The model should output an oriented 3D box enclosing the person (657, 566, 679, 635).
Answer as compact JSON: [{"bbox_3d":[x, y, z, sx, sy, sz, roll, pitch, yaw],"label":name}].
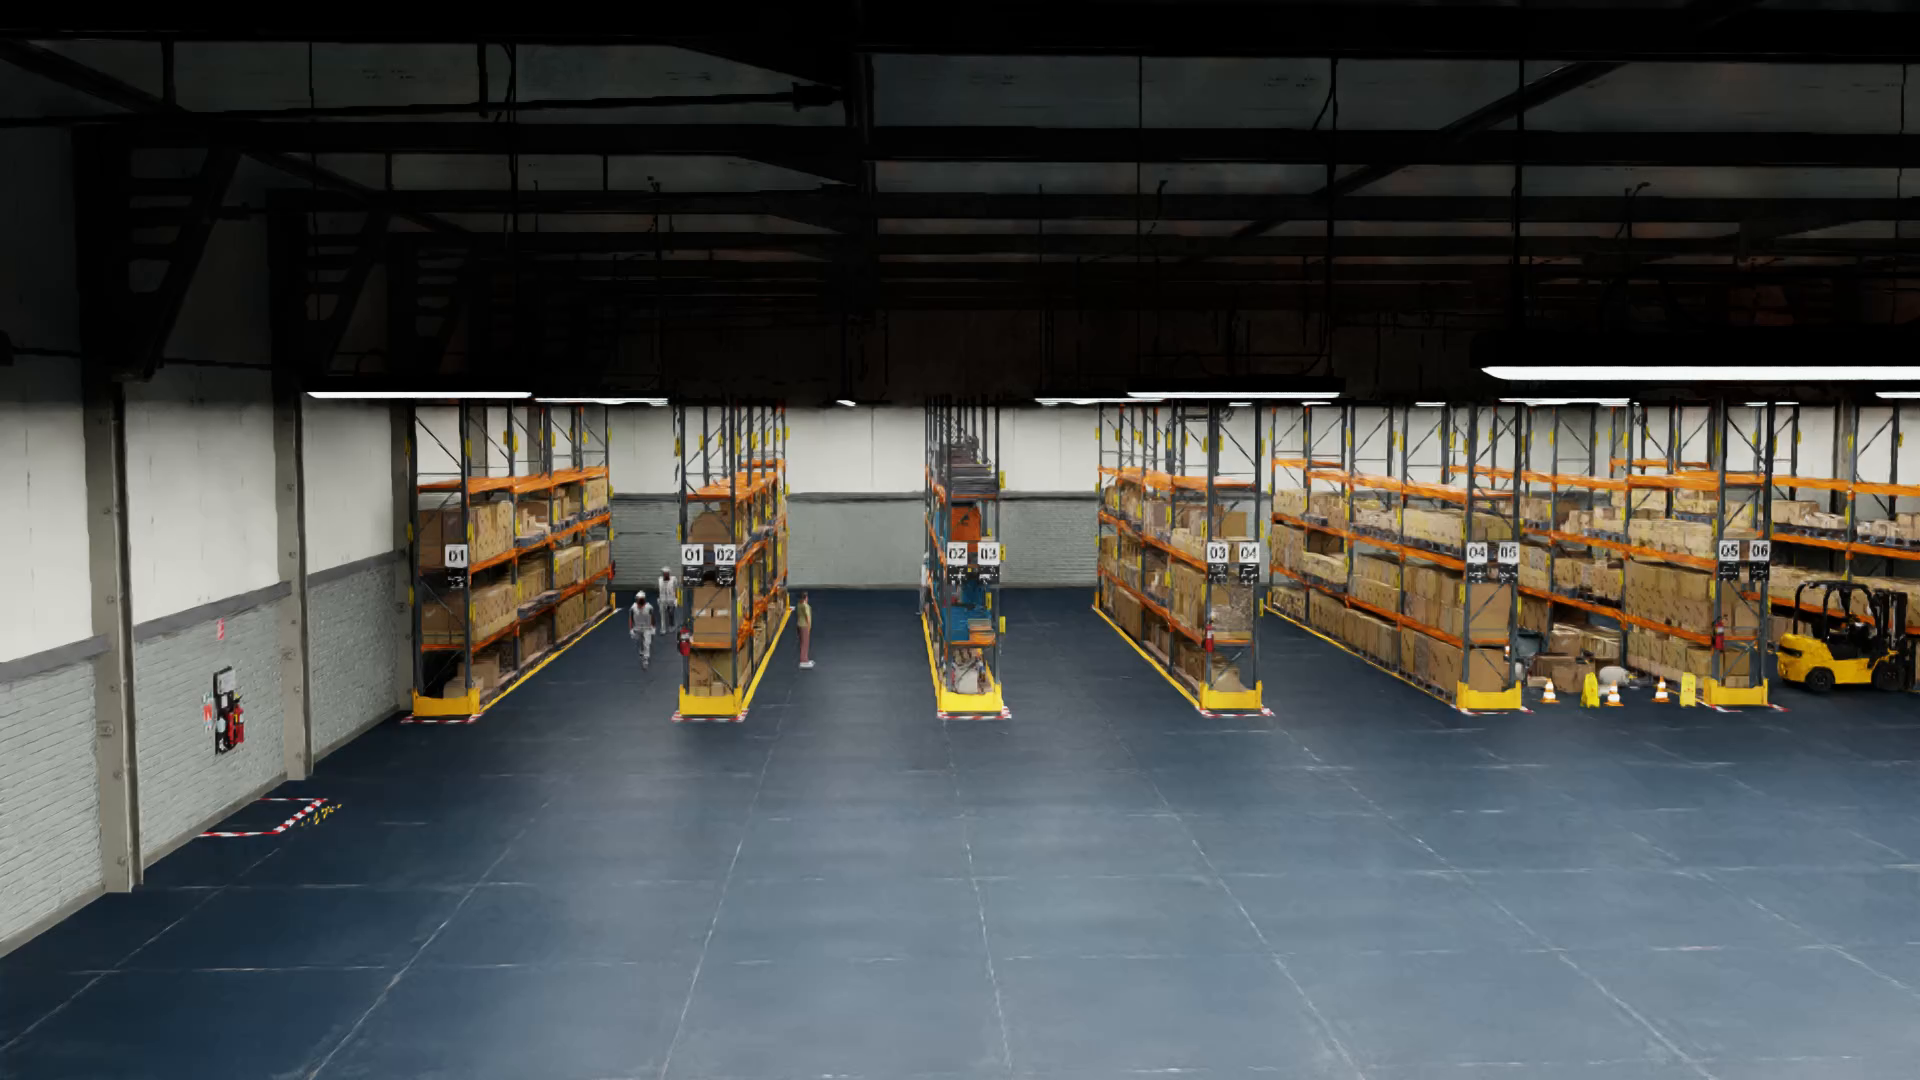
[{"bbox_3d":[-7.419,1.496,42.230,0.577,1.679,1.043,0,5,-3],"label":"person"}]

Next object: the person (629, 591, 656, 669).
[{"bbox_3d":[-7.008,1.958,36.603,0.553,1.707,1.105,0,5,-1],"label":"person"}]

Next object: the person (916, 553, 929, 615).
[{"bbox_3d":[-0.847,1.208,46.206,0.574,1.741,0.966,2,5,19],"label":"person"}]

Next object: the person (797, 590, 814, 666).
[{"bbox_3d":[-3.421,1.953,36.976,0.441,1.675,0.498,-3,5,-34],"label":"person"}]
